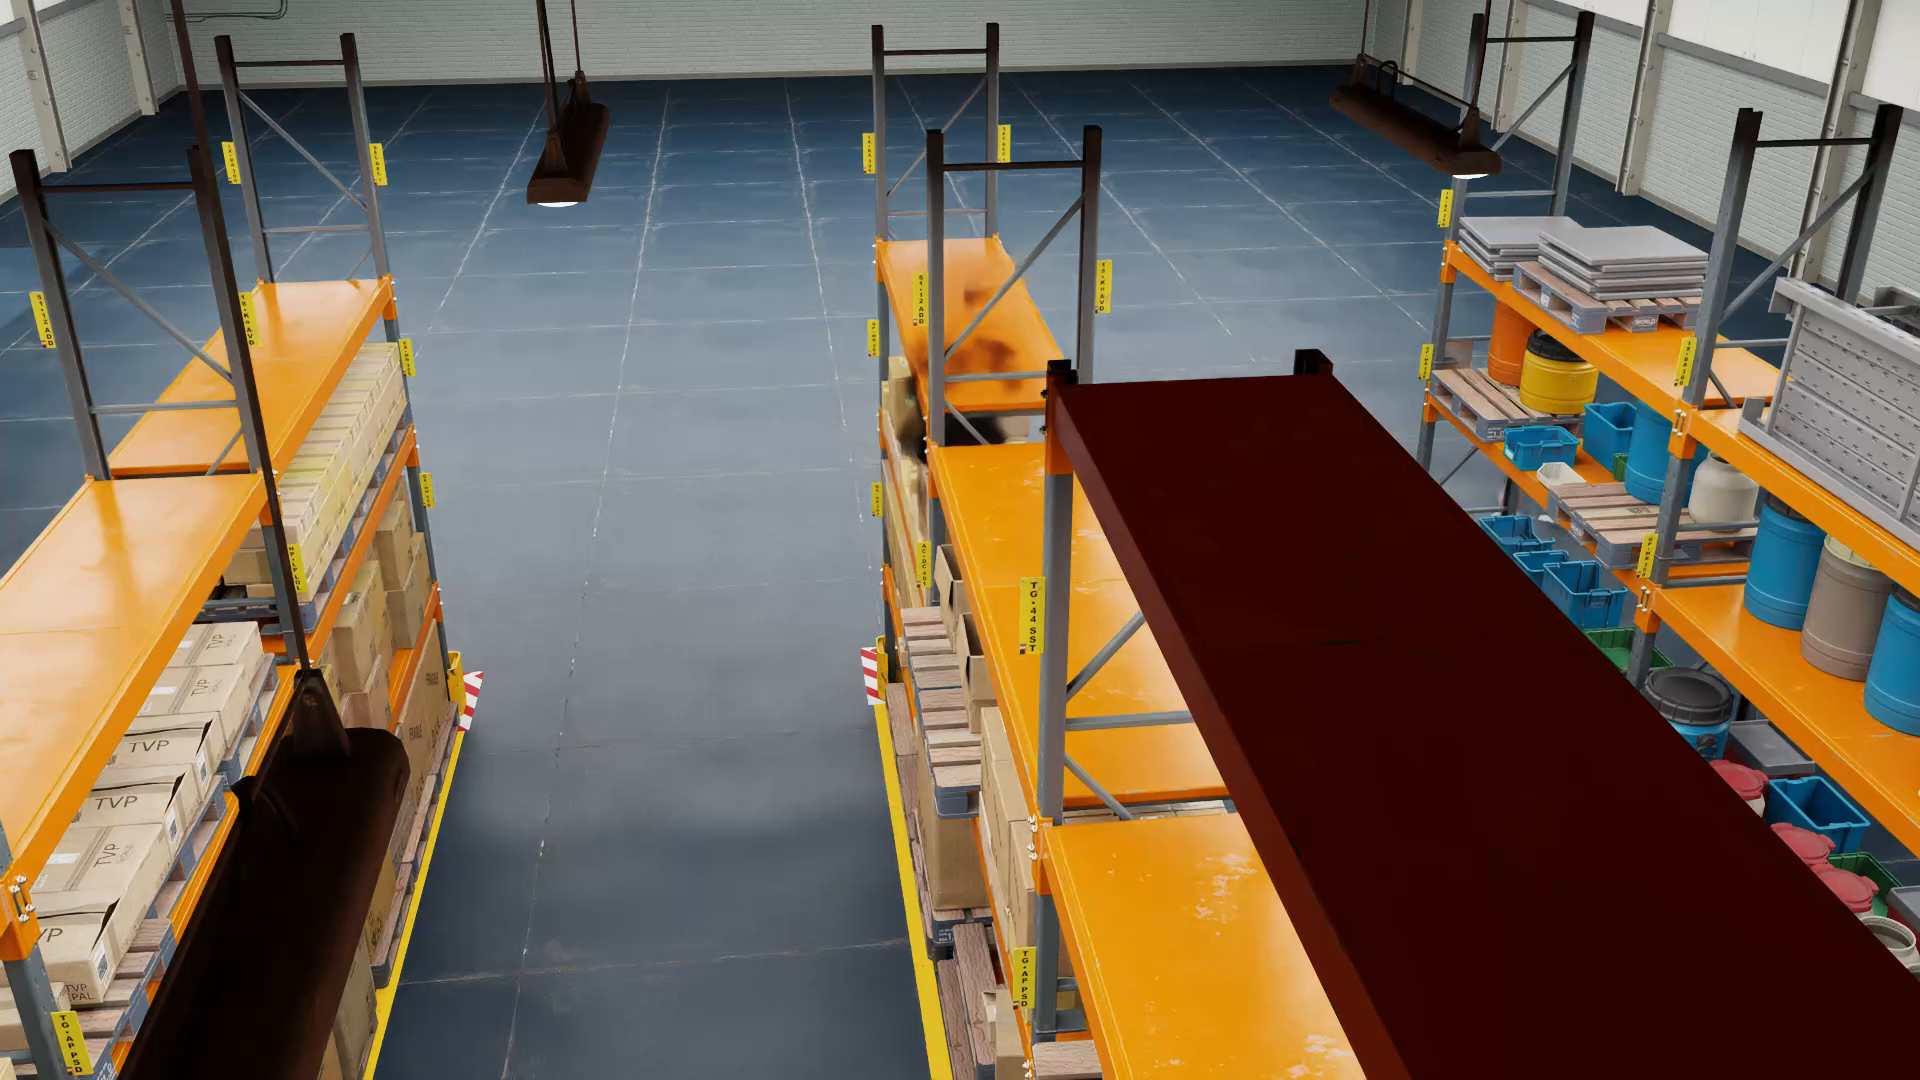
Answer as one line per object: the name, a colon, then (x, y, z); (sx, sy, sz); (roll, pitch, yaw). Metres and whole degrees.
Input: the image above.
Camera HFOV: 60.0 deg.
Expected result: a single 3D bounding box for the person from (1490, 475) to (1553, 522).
person: (6.437, -0.936, 18.542); (0.824, 1.719, 0.551); (9, 27, 19)
